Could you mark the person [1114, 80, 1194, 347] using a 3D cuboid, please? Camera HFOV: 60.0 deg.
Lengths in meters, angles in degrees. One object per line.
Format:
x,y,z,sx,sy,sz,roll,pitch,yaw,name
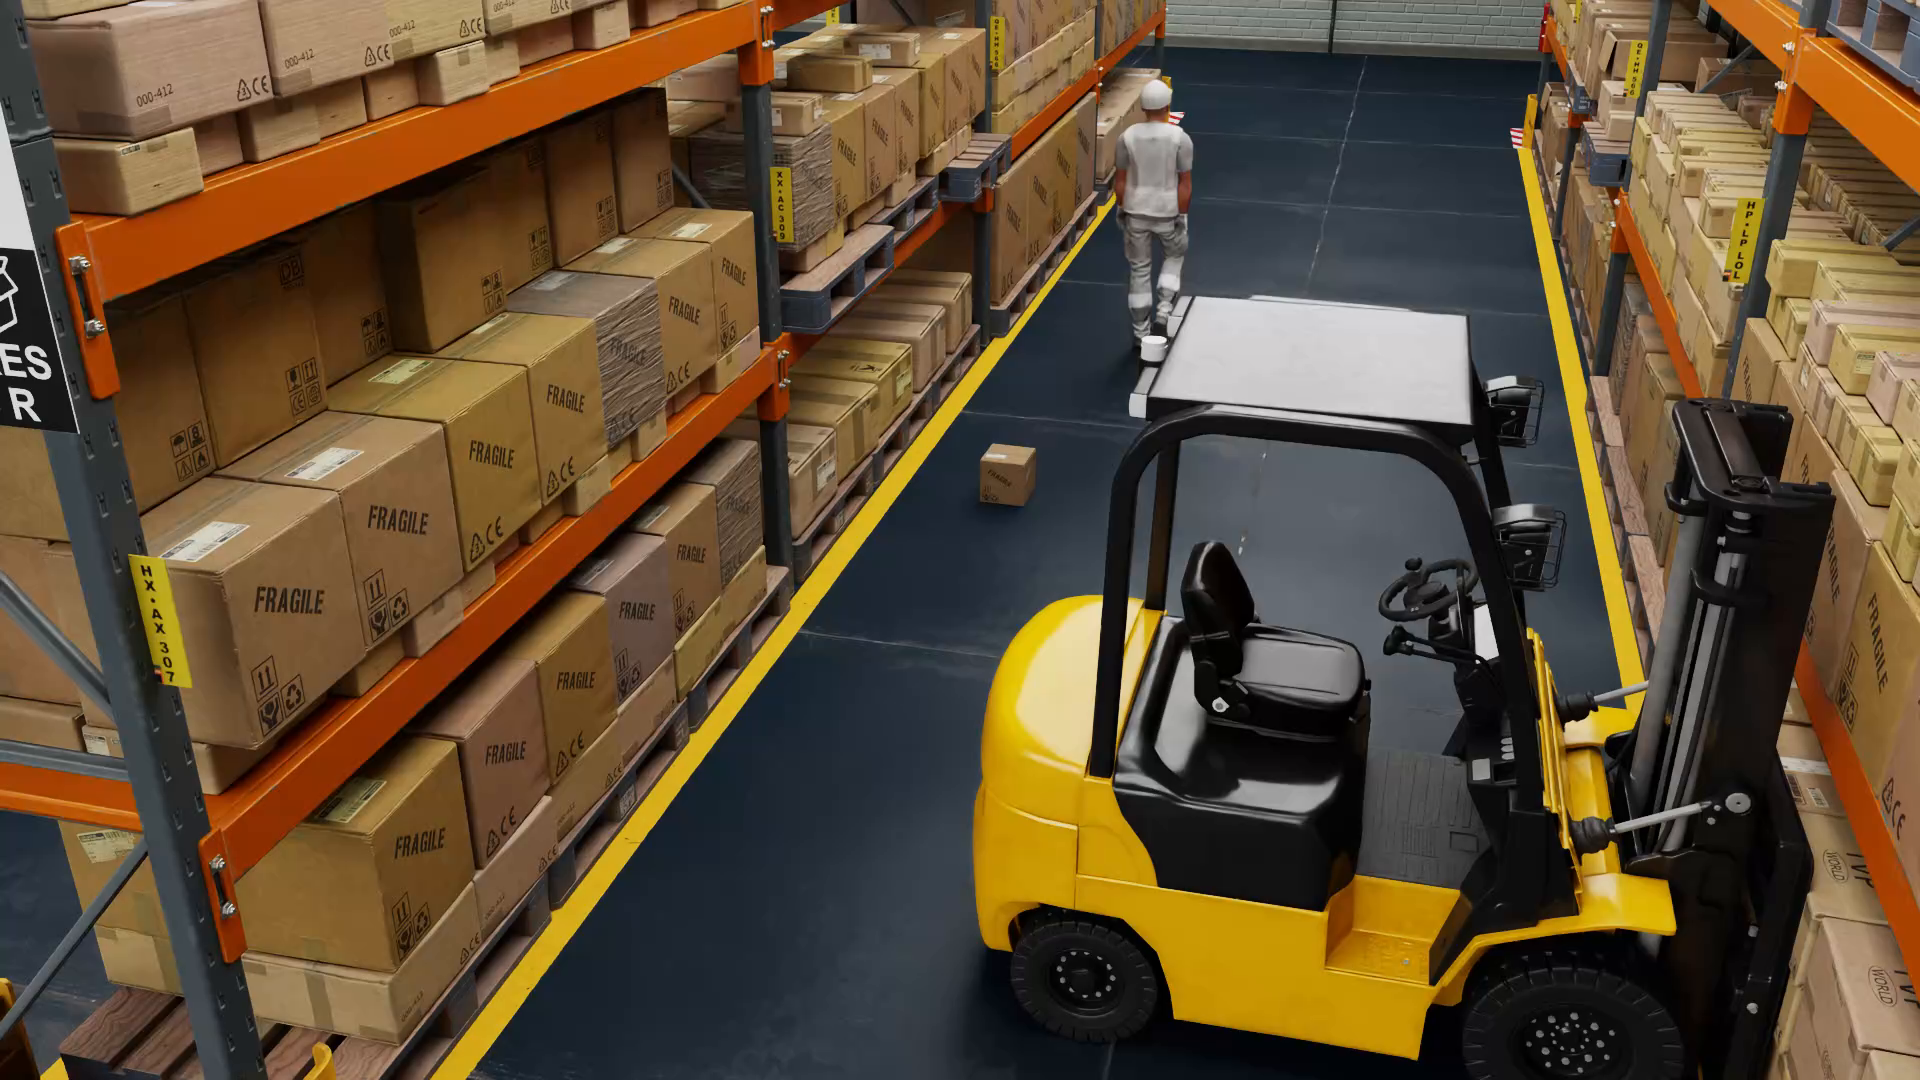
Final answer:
1.304,-2.207,11.258,0.525,1.806,0.448,5,26,10,person
